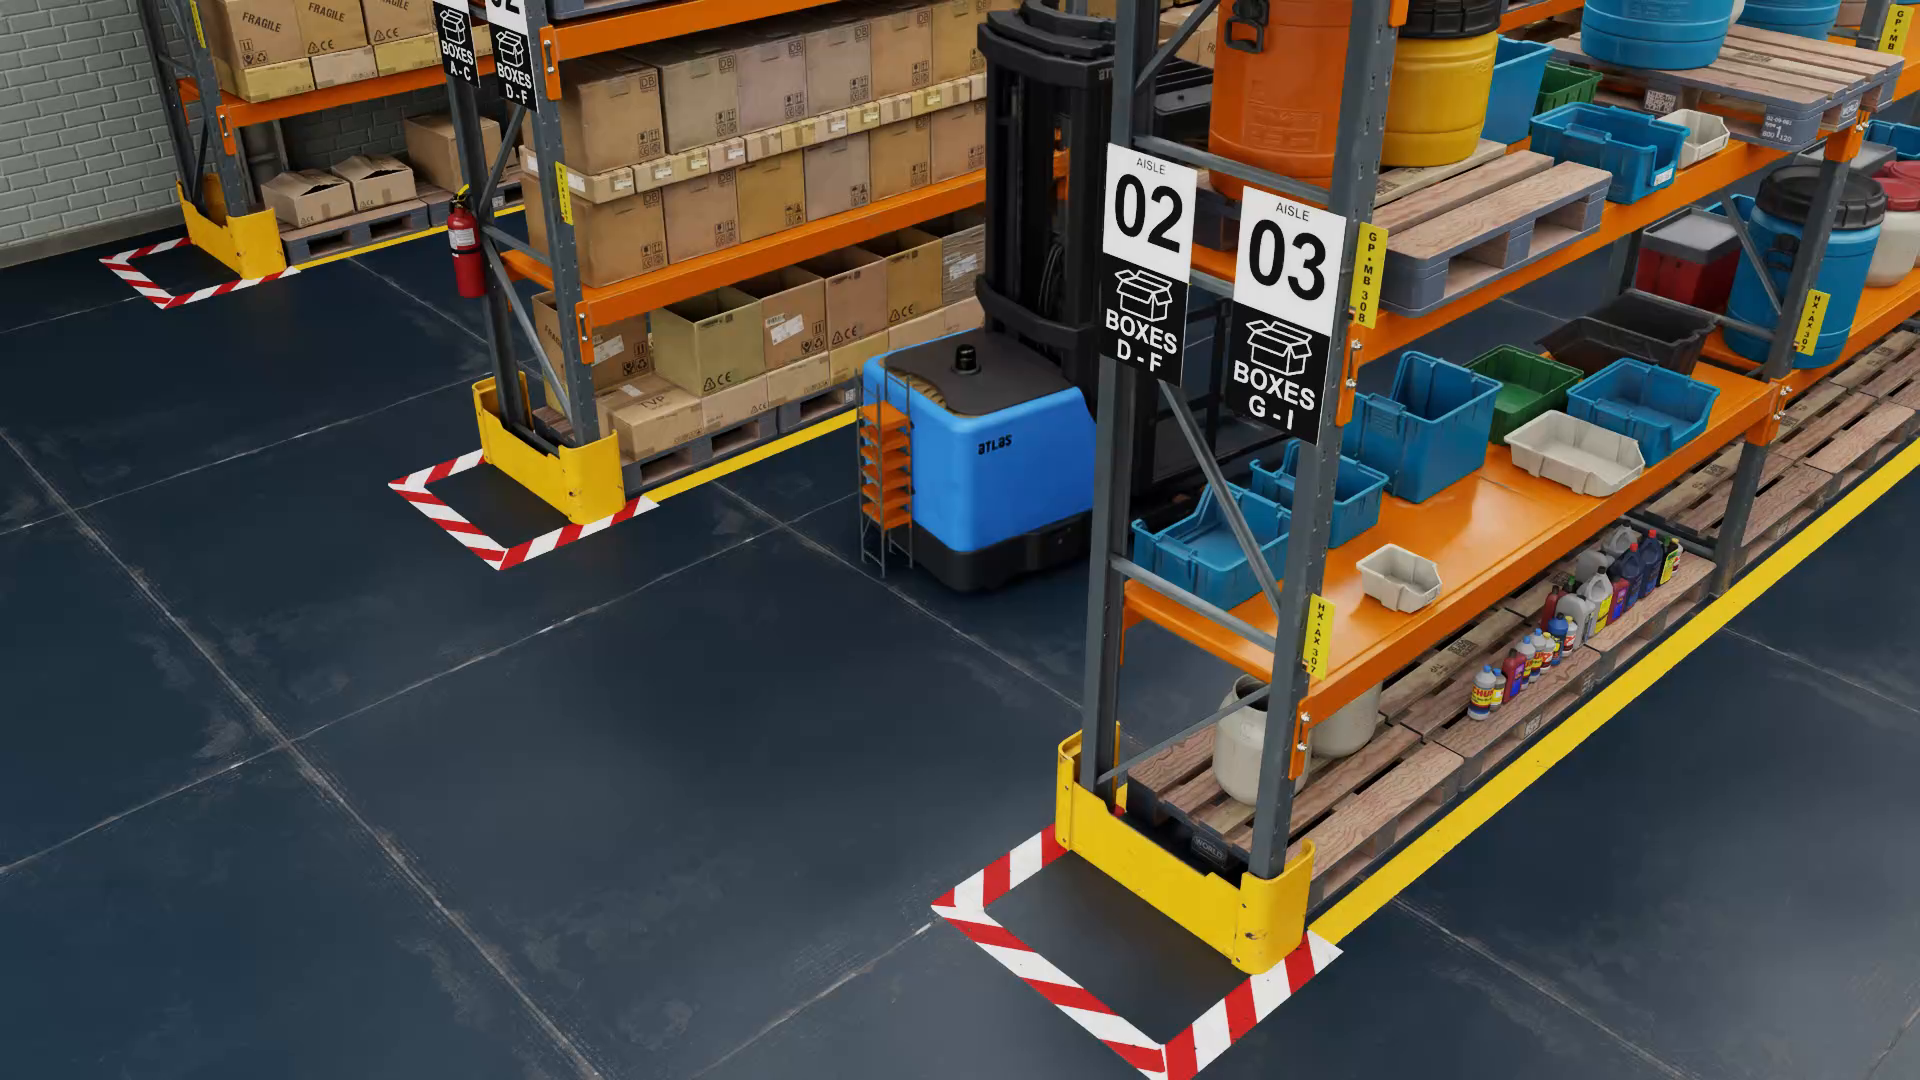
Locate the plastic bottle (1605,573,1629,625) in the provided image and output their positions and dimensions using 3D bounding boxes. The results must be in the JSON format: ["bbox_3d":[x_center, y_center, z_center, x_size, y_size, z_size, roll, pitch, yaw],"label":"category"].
[{"bbox_3d":[3.321,0.284,8.427,0.133,0.283,0.061,-23,38,-32],"label":"plastic bottle"}]

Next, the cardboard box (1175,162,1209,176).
[{"bbox_3d":[1.686,-2.720,12.854,0.500,0.311,0.500,-27,41,-37],"label":"cardboard box"}]

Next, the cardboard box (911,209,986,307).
[{"bbox_3d":[-0.102,-1.969,11.444,0.500,0.500,0.500,-26,40,-35],"label":"cardboard box"}]

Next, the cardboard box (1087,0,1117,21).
[{"bbox_3d":[1.301,-6.158,18.437,0.750,0.750,0.750,-26,40,-36],"label":"cardboard box"}]

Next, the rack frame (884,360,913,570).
[{"bbox_3d":[-0.335,-0.397,9.083,0.006,1.200,0.240,-20,37,-29],"label":"rack frame"}]

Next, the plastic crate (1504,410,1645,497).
[{"bbox_3d":[2.811,-0.383,7.588,0.437,0.136,0.530,-26,40,-35],"label":"plastic crate"}]

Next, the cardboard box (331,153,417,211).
[{"bbox_3d":[-4.853,-2.993,13.759,0.500,0.311,0.500,-22,38,-32],"label":"cardboard box"}]

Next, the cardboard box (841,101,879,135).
[{"bbox_3d":[-0.715,-2.660,10.342,0.250,0.149,0.380,-24,39,-34],"label":"cardboard box"}]

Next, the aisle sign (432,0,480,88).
[{"bbox_3d":[-2.717,-2.843,8.867,0.004,0.787,0.394,-26,40,-35],"label":"aisle sign"}]

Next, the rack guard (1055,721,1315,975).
[{"bbox_3d":[0.920,1.272,7.025,0.348,0.500,1.175,-26,40,-35],"label":"rack guard"}]

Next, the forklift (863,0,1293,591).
[{"bbox_3d":[0.952,-1.561,9.328,3.031,2.935,1.130,-20,37,-29],"label":"forklift"}]

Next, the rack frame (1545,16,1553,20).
[{"bbox_3d":[6.330,-5.902,16.361,0.127,3.000,1.000,-26,40,-35],"label":"rack frame"}]

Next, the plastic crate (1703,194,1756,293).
[{"bbox_3d":[4.426,-1.671,9.458,0.575,0.384,0.392,-26,40,-35],"label":"plastic crate"}]

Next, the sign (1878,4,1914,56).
[{"bbox_3d":[4.195,-2.237,7.484,0.005,0.325,0.100,-26,40,-35],"label":"sign"}]

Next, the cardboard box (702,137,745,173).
[{"bbox_3d":[-1.473,-2.293,9.741,0.250,0.149,0.380,-27,40,-36],"label":"cardboard box"}]

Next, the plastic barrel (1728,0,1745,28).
[{"bbox_3d":[3.380,-2.597,7.571,0.421,0.512,0.421,0,31,0],"label":"plastic barrel"}]

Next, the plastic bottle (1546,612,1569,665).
[{"bbox_3d":[2.911,0.474,8.127,0.097,0.271,0.097,0,31,0],"label":"plastic bottle"}]

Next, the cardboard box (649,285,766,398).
[{"bbox_3d":[-1.559,-1.255,10.275,0.500,0.500,0.500,-26,40,-35],"label":"cardboard box"}]

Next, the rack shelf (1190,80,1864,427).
[{"bbox_3d":[2.363,-1.431,6.864,4.000,0.370,1.077,-26,40,-35],"label":"rack shelf"}]

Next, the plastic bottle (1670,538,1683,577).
[{"bbox_3d":[3.775,0.086,8.829,0.097,0.201,0.097,0,31,0],"label":"plastic bottle"}]

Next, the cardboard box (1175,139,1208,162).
[{"bbox_3d":[1.682,-3.103,13.479,0.500,0.311,0.500,-26,40,-36],"label":"cardboard box"}]

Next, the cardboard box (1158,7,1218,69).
[{"bbox_3d":[1.792,-3.738,12.725,0.500,0.500,0.500,-26,40,-35],"label":"cardboard box"}]

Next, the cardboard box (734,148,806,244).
[{"bbox_3d":[-1.368,-2.211,10.229,0.500,0.500,0.700,-26,40,-35],"label":"cardboard box"}]

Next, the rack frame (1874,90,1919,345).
[{"bbox_3d":[6.762,-2.587,10.939,0.127,3.000,1.000,-26,40,-35],"label":"rack frame"}]

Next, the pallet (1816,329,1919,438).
[{"bbox_3d":[6.168,-1.137,11.242,1.213,0.211,1.003,-26,40,-35],"label":"pallet"}]

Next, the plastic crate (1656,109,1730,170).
[{"bbox_3d":[2.927,-1.611,6.721,0.396,0.136,0.243,-26,40,-35],"label":"plastic crate"}]

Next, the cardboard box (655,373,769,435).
[{"bbox_3d":[-1.561,-0.935,10.472,0.500,0.250,0.500,-26,40,-35],"label":"cardboard box"}]

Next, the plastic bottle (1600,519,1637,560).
[{"bbox_3d":[3.455,0.058,8.732,0.185,0.351,0.144,-26,40,-35],"label":"plastic bottle"}]

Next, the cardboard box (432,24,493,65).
[{"bbox_3d":[-4.145,-4.082,13.509,0.500,0.250,0.500,-25,40,-35],"label":"cardboard box"}]

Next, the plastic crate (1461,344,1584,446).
[{"bbox_3d":[2.642,-0.704,8.064,0.662,0.188,0.450,-26,40,-35],"label":"plastic crate"}]

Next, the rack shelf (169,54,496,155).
[{"bbox_3d":[-4.373,-3.942,13.845,4.000,0.370,1.077,-26,40,-35],"label":"rack shelf"}]

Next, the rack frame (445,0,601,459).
[{"bbox_3d":[-2.469,-1.645,9.400,0.127,3.000,1.000,-26,40,-35],"label":"rack frame"}]

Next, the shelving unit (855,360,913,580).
[{"bbox_3d":[-0.411,-0.370,9.039,0.189,1.200,0.258,-20,37,-29],"label":"shelving unit"}]

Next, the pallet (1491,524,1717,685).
[{"bbox_3d":[3.308,0.244,8.983,1.213,0.211,1.003,-26,40,-35],"label":"pallet"}]

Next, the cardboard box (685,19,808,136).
[{"bbox_3d":[-1.328,-2.789,9.930,0.500,0.500,0.700,-26,40,-35],"label":"cardboard box"}]

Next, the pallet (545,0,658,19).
[{"bbox_3d":[-1.933,-3.128,9.034,1.213,0.211,1.003,-26,40,-35],"label":"pallet"}]

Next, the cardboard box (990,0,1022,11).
[{"bbox_3d":[0.143,-3.501,11.094,0.500,0.500,0.700,-26,40,-35],"label":"cardboard box"}]

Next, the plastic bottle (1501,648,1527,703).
[{"bbox_3d":[2.616,0.625,7.869,0.133,0.283,0.061,-25,39,-35],"label":"plastic bottle"}]

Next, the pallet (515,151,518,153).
[{"bbox_3d":[-3.375,-3.516,15.133,1.213,0.211,1.003,-26,40,-35],"label":"pallet"}]

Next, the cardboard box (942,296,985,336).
[{"bbox_3d":[-0.101,-1.649,11.638,0.500,0.250,0.500,-26,40,-35],"label":"cardboard box"}]

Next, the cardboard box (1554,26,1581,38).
[{"bbox_3d":[6.163,-4.738,16.433,0.500,0.500,0.500,-26,40,-36],"label":"cardboard box"}]

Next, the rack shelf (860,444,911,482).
[{"bbox_3d":[-0.411,-0.434,8.999,0.180,0.103,0.258,-20,37,-29],"label":"rack shelf"}]

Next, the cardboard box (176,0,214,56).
[{"bbox_3d":[-5.639,-4.052,12.741,0.500,0.500,0.500,-26,40,-36],"label":"cardboard box"}]

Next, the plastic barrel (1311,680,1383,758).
[{"bbox_3d":[1.694,0.693,7.559,0.421,0.512,0.421,0,31,0],"label":"plastic barrel"}]

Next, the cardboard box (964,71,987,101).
[{"bbox_3d":[0.037,-3.024,10.937,0.250,0.149,0.380,-27,41,-37],"label":"cardboard box"}]

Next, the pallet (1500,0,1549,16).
[{"bbox_3d":[4.820,-5.093,15.221,1.213,0.211,1.003,-26,40,-35],"label":"pallet"}]

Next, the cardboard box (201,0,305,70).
[{"bbox_3d":[-5.286,-3.858,12.424,0.500,0.500,0.500,-26,40,-35],"label":"cardboard box"}]
